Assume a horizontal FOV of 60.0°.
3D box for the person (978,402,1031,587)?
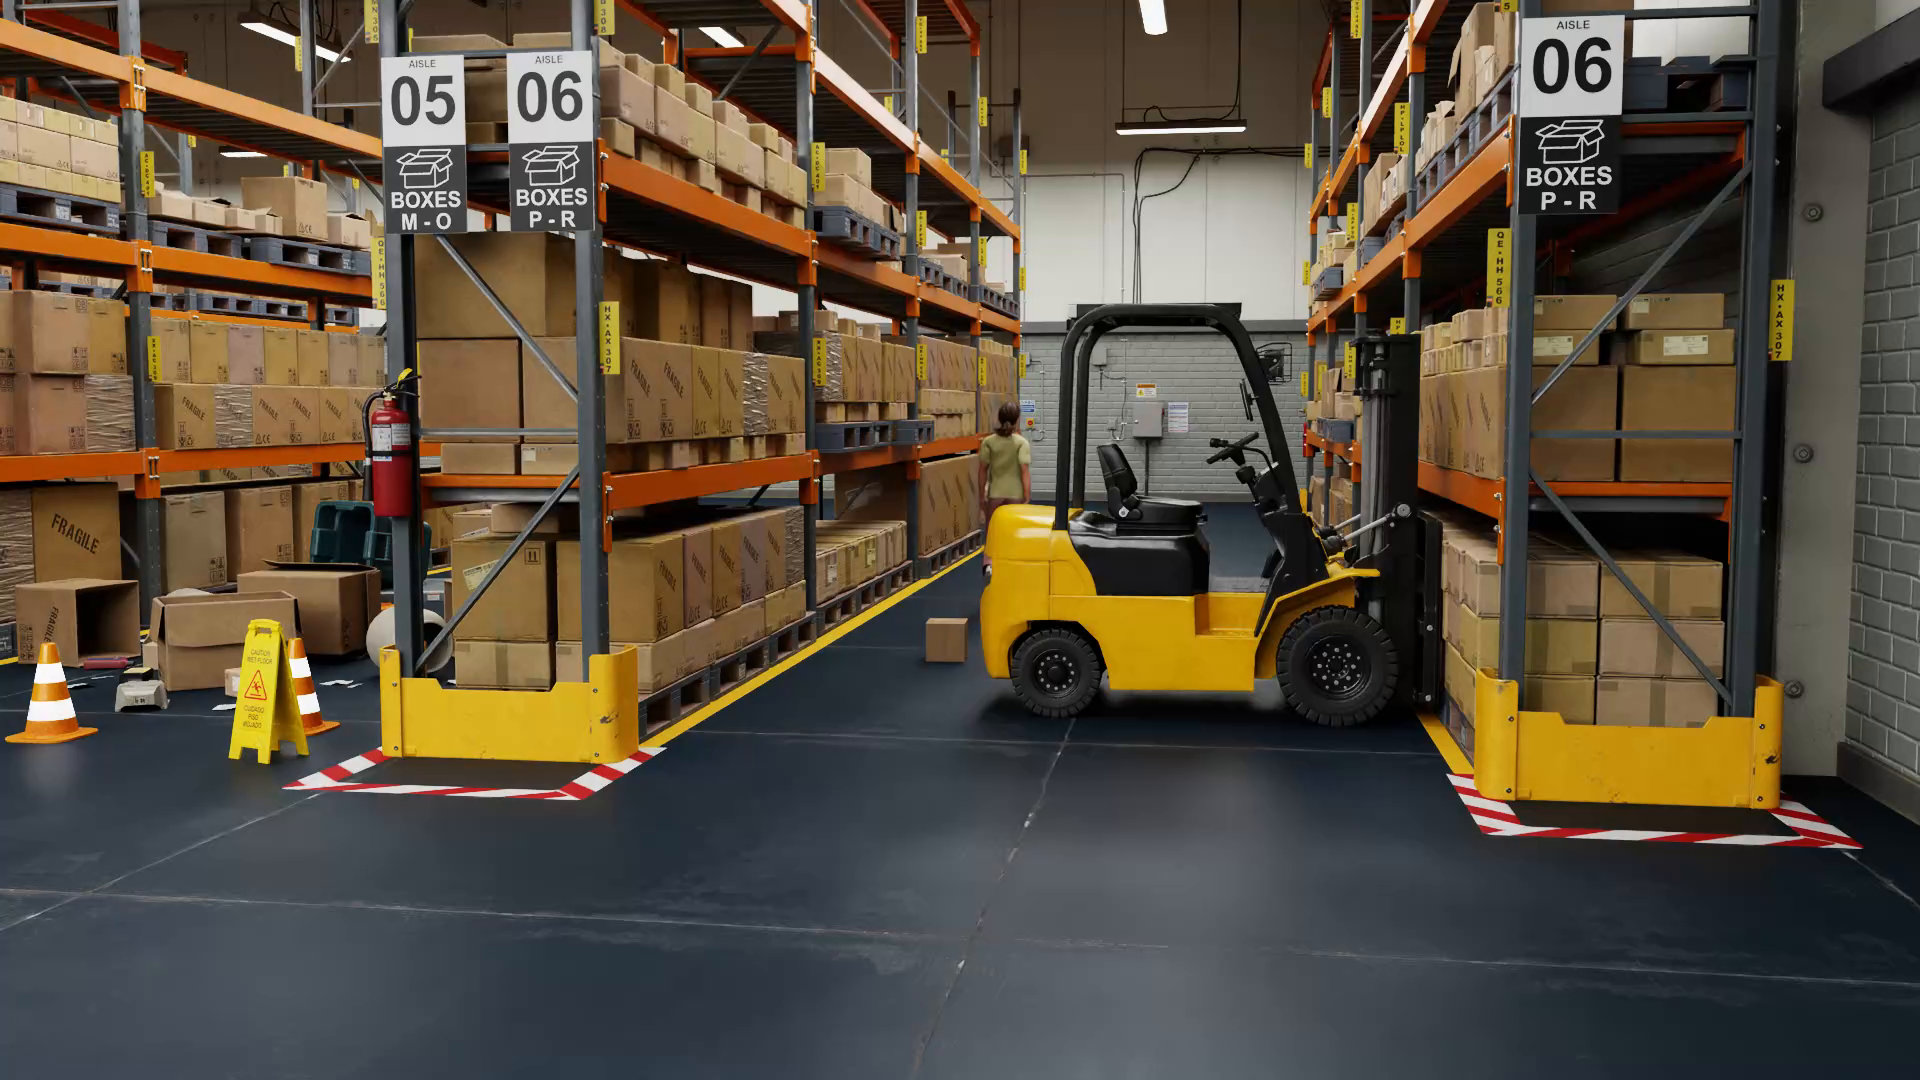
[{"bbox_3d":[0.371,-0.318,13.741,0.452,1.641,0.790,1,5,11],"label":"person"}]
